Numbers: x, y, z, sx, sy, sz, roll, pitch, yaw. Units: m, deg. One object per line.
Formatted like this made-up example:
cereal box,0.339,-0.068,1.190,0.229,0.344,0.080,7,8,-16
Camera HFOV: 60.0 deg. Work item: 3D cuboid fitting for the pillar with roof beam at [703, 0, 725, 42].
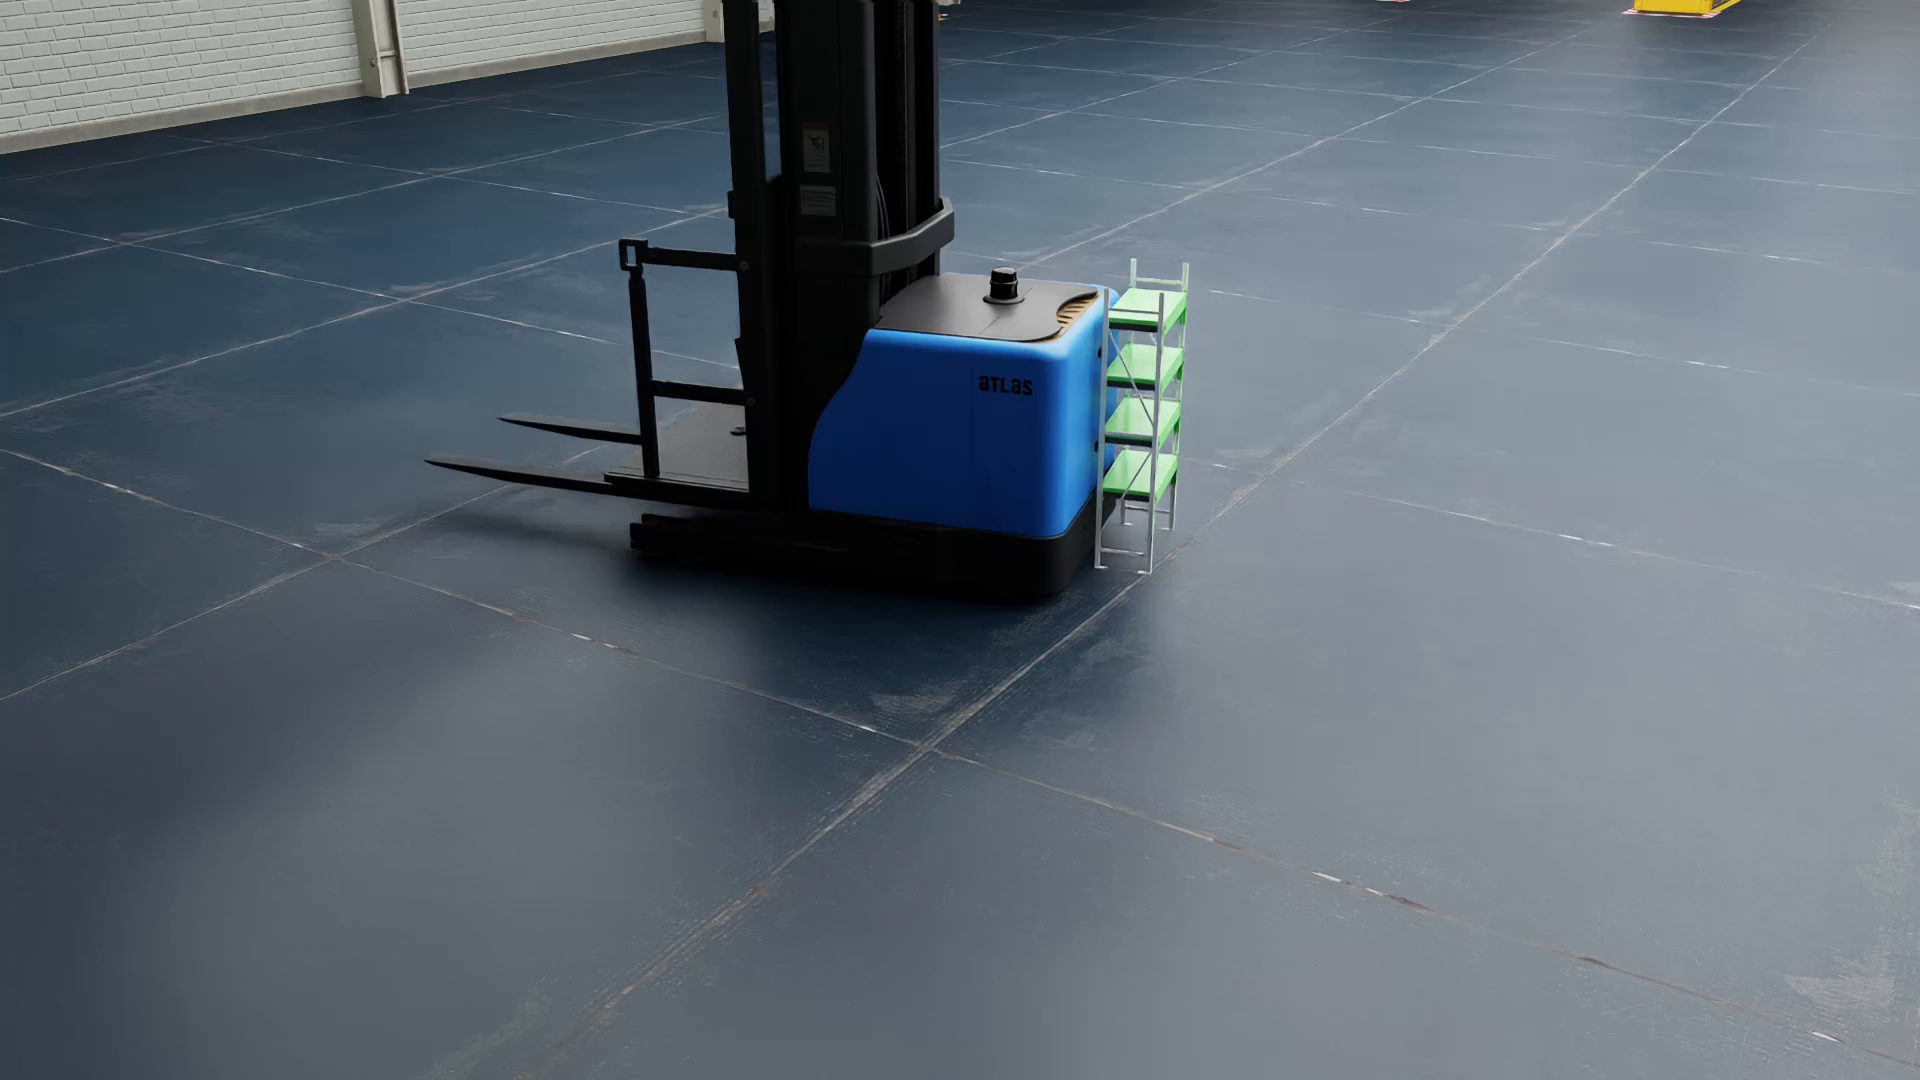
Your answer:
pillar with roof beam,0.263,-10.349,19.828,9.100,9.000,0.400,14,27,29

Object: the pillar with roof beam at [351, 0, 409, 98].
pillar with roof beam,-2.902,-8.324,15.151,9.100,9.000,0.400,14,27,29

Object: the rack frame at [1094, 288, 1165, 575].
rack frame,0.680,-0.421,6.712,0.240,1.200,0.015,7,24,16

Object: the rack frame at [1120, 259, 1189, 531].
rack frame,0.829,-0.606,7.139,0.240,1.200,0.015,7,24,16

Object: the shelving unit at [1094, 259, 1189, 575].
shelving unit,0.754,-0.513,6.925,0.258,1.200,0.503,7,24,16

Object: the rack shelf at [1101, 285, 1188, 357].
rack shelf,0.754,-0.895,6.760,0.258,0.148,0.480,7,24,16

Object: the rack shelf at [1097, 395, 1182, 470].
rack shelf,0.754,-0.455,6.951,0.258,0.148,0.480,7,24,16

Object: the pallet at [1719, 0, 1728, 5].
pallet,12.796,-9.493,28.914,1.003,0.211,1.213,14,27,29

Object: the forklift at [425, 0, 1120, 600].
forklift,-0.884,-1.439,6.884,3.031,2.935,1.130,7,25,17

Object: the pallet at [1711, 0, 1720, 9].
pallet,12.151,-9.083,27.966,1.003,0.211,1.213,14,27,29

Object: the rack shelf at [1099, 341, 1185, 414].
rack shelf,0.754,-0.675,6.855,0.258,0.148,0.480,7,24,16

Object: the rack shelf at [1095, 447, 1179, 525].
rack shelf,0.754,-0.234,7.046,0.258,0.148,0.480,7,24,16

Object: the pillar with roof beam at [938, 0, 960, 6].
pillar with roof beam,3.428,-12.374,24.506,9.100,9.000,0.400,14,27,29

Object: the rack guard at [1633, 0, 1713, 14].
rack guard,11.718,-8.943,27.278,1.175,0.500,0.348,14,27,29
